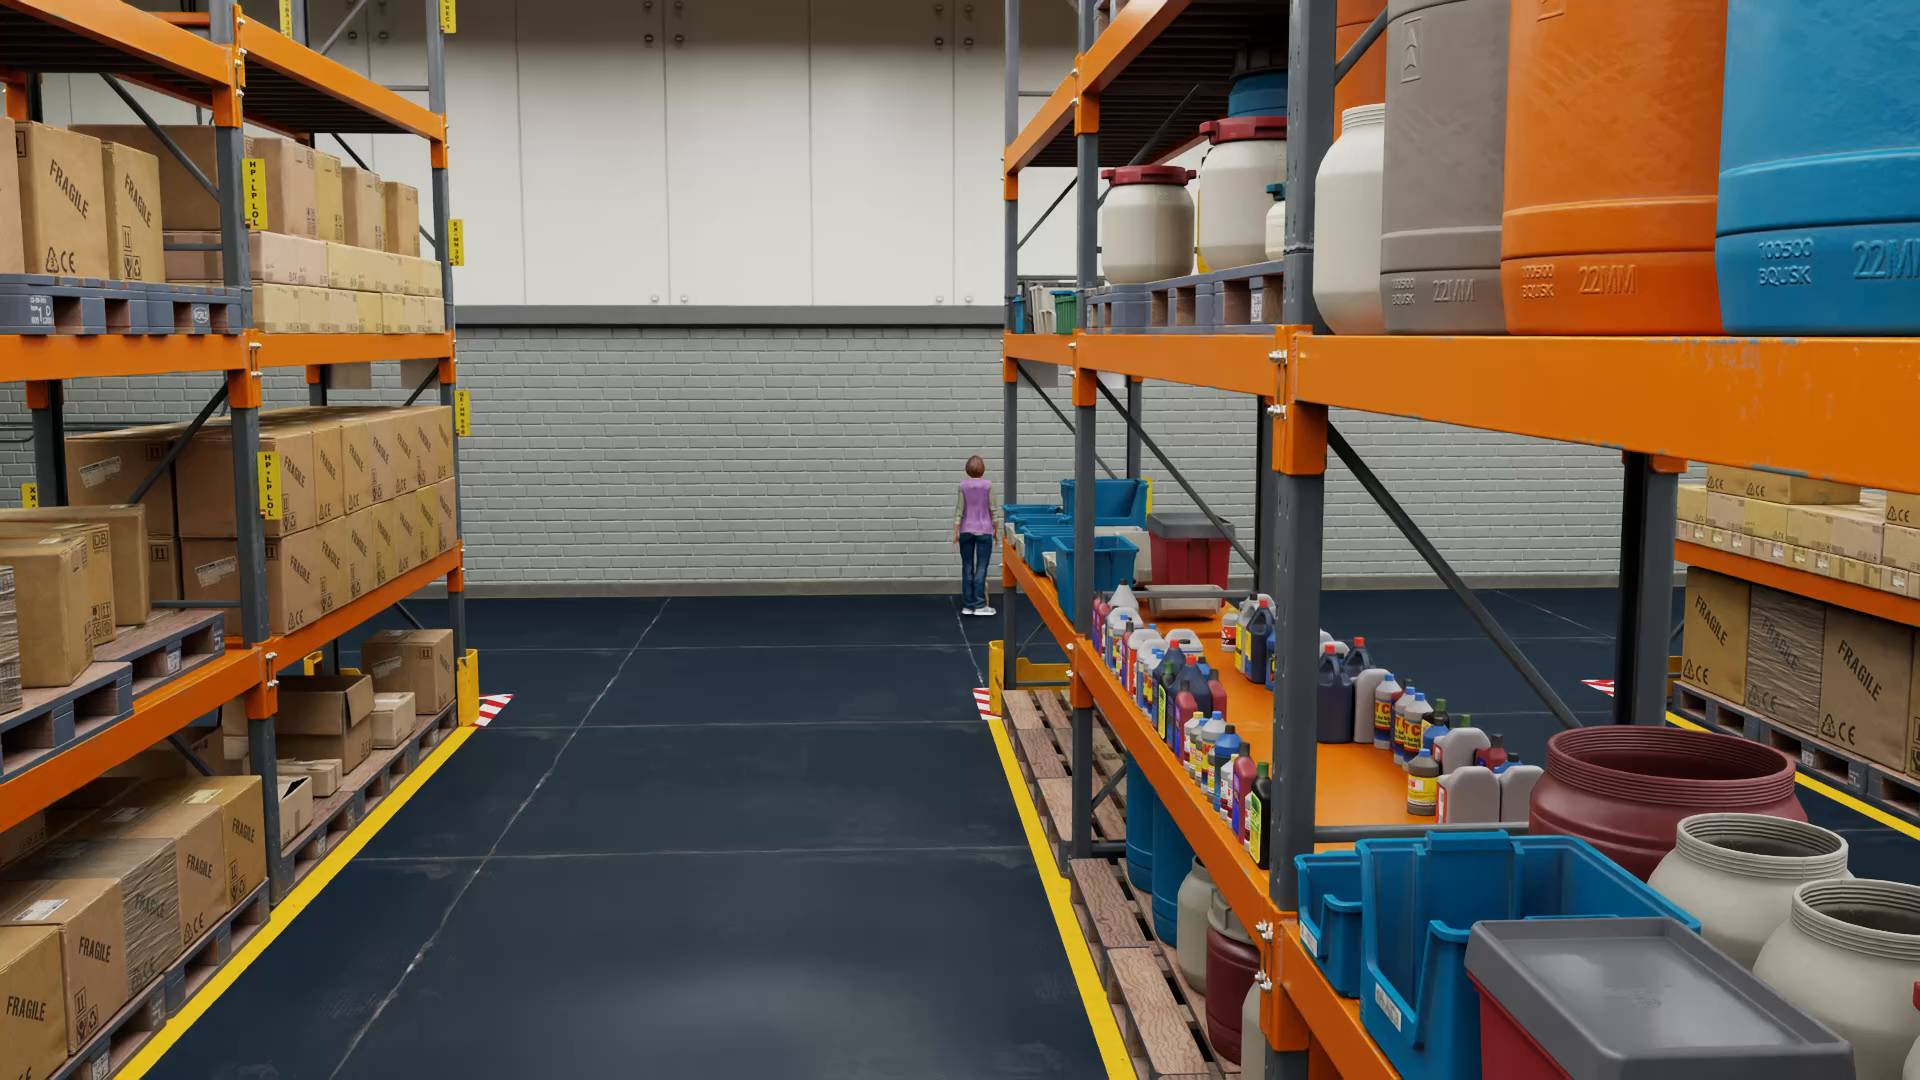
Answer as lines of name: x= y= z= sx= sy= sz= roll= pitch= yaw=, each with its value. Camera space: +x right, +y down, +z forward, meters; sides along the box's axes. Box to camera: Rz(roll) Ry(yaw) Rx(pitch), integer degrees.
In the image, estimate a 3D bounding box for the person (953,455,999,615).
person: x=0.161 y=-0.046 z=16.529 sx=0.450 sy=1.599 sz=0.348 roll=1 pitch=7 yaw=9
